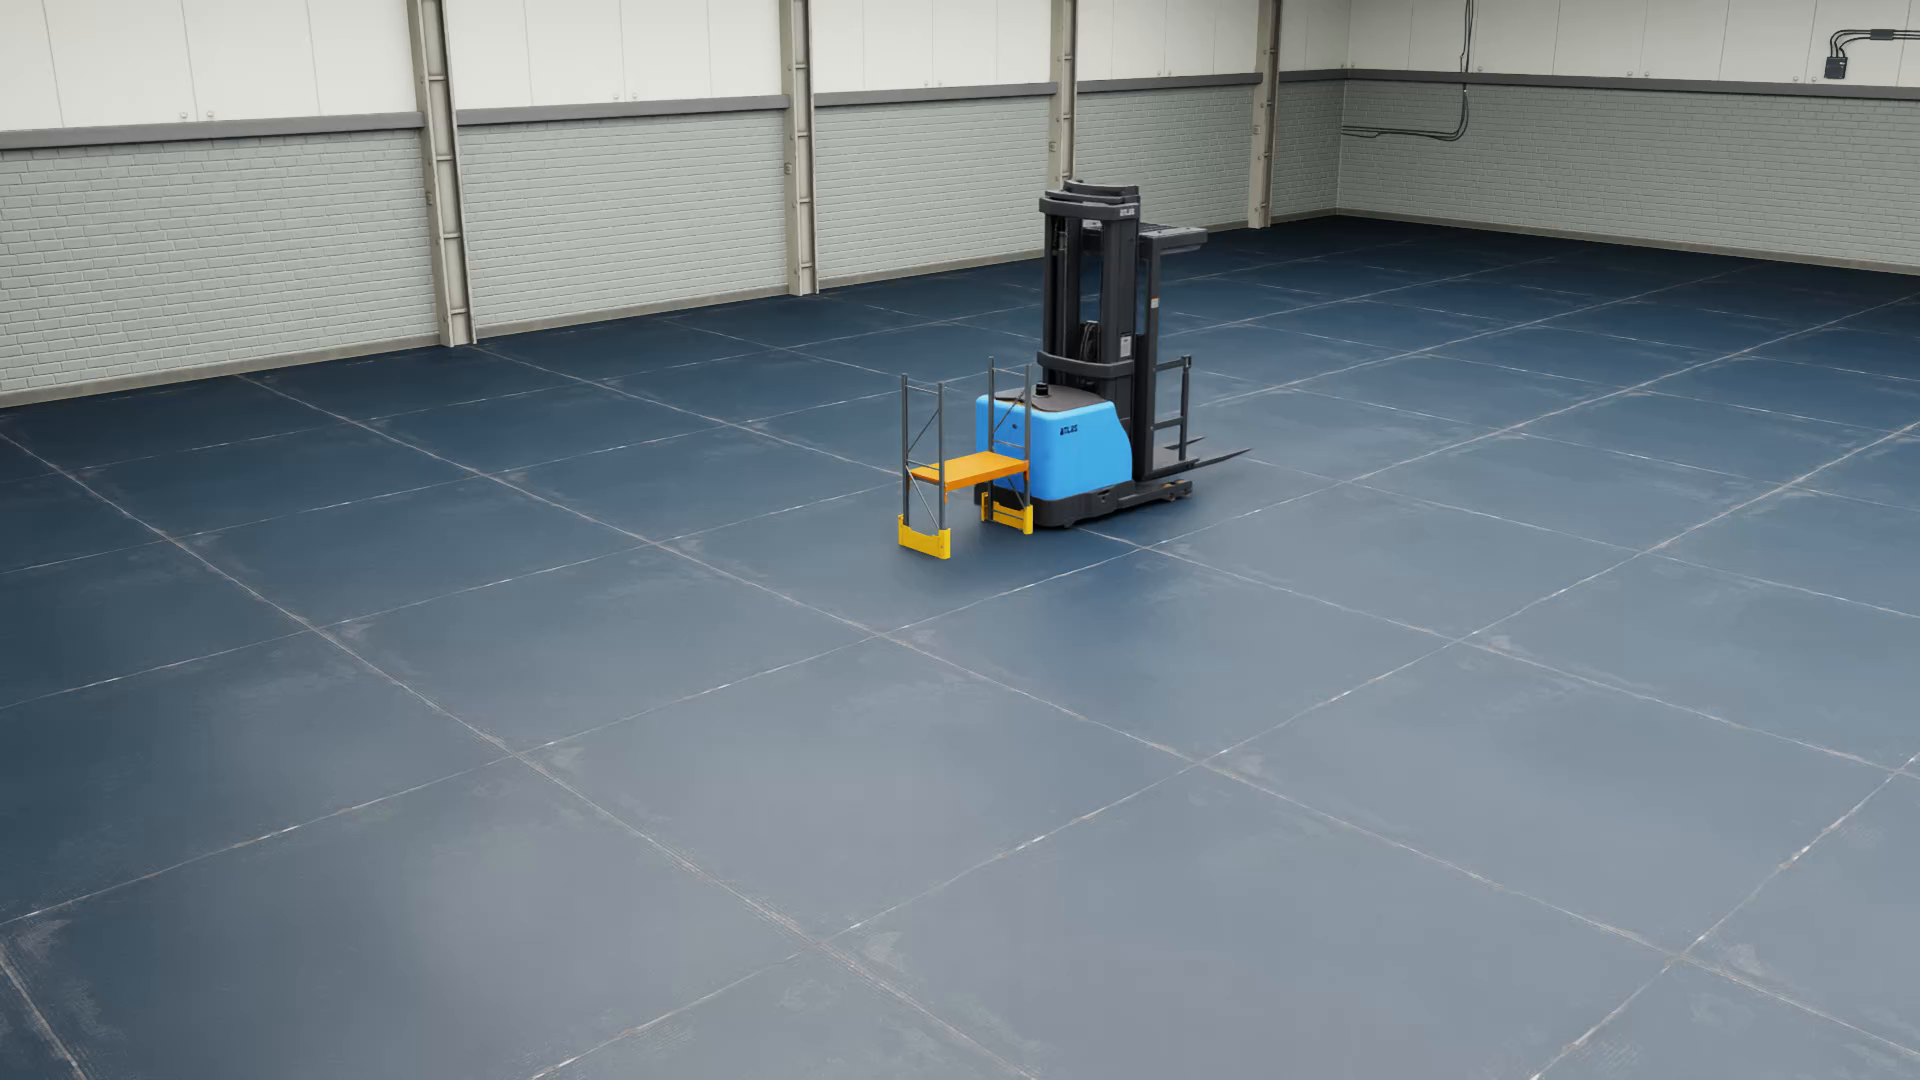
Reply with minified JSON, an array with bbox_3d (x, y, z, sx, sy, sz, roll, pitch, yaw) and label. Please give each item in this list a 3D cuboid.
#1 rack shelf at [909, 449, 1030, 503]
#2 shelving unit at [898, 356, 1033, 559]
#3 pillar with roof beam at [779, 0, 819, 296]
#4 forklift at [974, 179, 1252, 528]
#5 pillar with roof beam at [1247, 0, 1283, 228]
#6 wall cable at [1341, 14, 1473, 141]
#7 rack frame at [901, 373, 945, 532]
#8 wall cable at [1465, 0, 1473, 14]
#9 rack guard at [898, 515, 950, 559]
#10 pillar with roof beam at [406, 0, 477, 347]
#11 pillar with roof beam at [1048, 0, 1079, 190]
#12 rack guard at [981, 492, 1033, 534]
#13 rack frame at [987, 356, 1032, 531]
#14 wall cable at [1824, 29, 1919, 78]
[{"bbox_3d":[0.062,-0.560,14.365,1.000,0.185,0.538,-16,24,-41],"label":"rack shelf"},{"bbox_3d":[0.055,-0.730,14.303,1.083,1.500,0.587,-16,24,-41],"label":"shelving unit"},{"bbox_3d":[0.443,-7.279,22.344,0.400,9.000,9.100,-16,24,-41],"label":"pillar with roof beam"},{"bbox_3d":[1.561,-1.860,15.470,3.031,2.935,1.130,-16,24,-40],"label":"forklift"},{"bbox_3d":[9.162,-9.822,30.187,0.400,9.000,9.100,-16,24,-41],"label":"pillar with roof beam"},{"bbox_3d":[9.254,-9.637,34.652,0.112,2.526,3.097,-16,24,-41],"label":"wall cable"},{"bbox_3d":[-0.307,-0.624,13.977,0.032,1.500,0.500,-16,24,-41],"label":"rack frame"},{"bbox_3d":[11.112,-11.433,32.004,0.112,2.526,3.097,-16,24,-41],"label":"wall cable"},{"bbox_3d":[-0.306,-0.030,14.170,0.087,0.250,0.587,-16,24,-41],"label":"rack guard"},{"bbox_3d":[-3.917,-6.007,18.423,0.400,9.000,9.100,-16,24,-41],"label":"pillar with roof beam"},{"bbox_3d":[4.803,-8.550,26.265,0.400,9.000,9.100,-16,24,-41],"label":"pillar with roof beam"},{"bbox_3d":[0.417,-0.241,14.821,0.087,0.250,0.587,-16,24,-41],"label":"rack guard"},{"bbox_3d":[0.431,-0.839,14.641,0.032,1.500,0.500,-16,24,-41],"label":"rack frame"},{"bbox_3d":[15.765,-10.601,27.077,0.169,6.003,2.305,-16,24,-41],"label":"wall cable"}]
